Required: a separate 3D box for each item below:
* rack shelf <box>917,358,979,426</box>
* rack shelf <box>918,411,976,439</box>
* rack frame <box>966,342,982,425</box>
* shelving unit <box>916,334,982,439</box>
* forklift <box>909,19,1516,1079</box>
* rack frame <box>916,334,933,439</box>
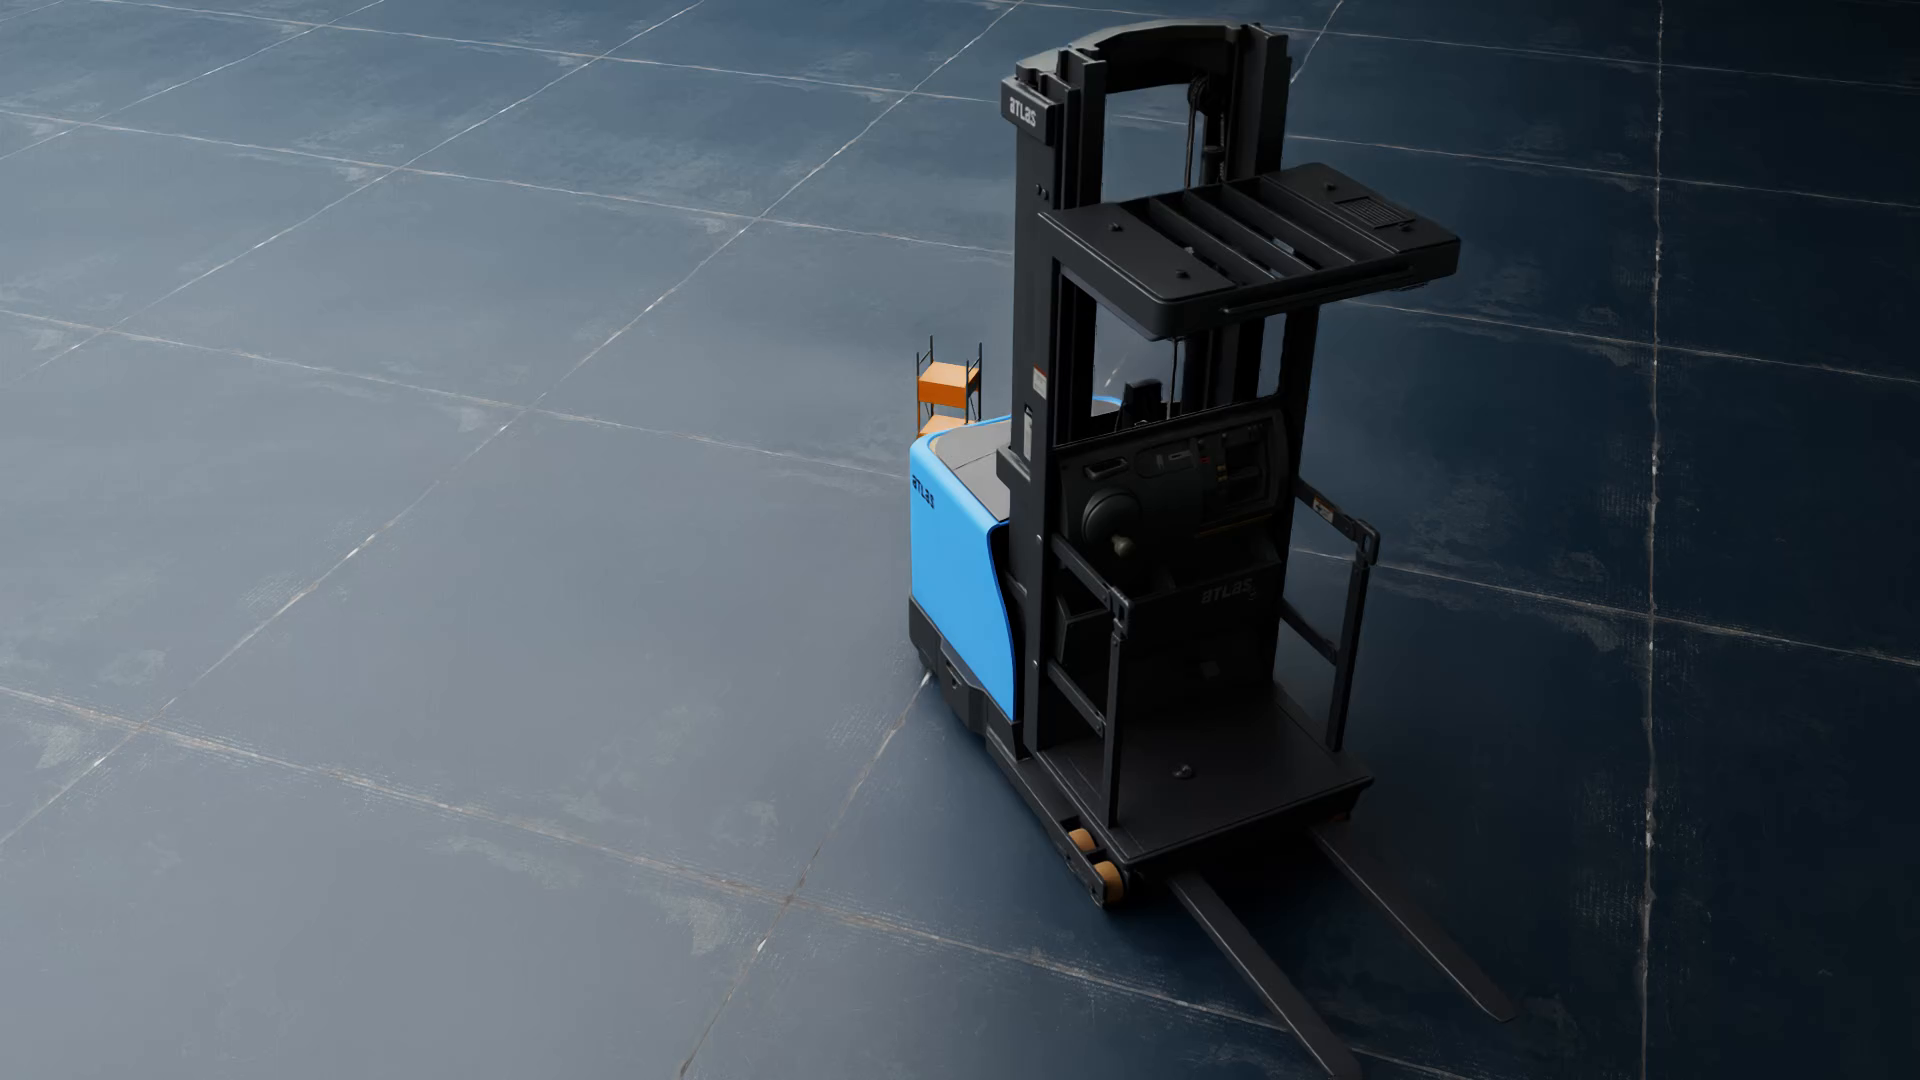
[{"bbox_3d":[-0.050,-0.680,7.832,0.240,0.259,0.215,11,34,16],"label":"rack shelf"},{"bbox_3d":[-0.050,-0.442,7.986,0.240,0.259,0.215,11,34,16],"label":"rack shelf"},{"bbox_3d":[0.064,-0.429,7.946,0.008,1.050,0.200,11,34,16],"label":"rack frame"},{"bbox_3d":[-0.050,-0.451,7.980,0.252,1.050,0.215,11,34,16],"label":"shelving unit"},{"bbox_3d":[0.865,-0.150,5.781,1.130,2.935,3.031,-15,36,-21],"label":"forklift"},{"bbox_3d":[-0.165,-0.473,8.015,0.008,1.050,0.200,11,34,16],"label":"rack frame"}]
